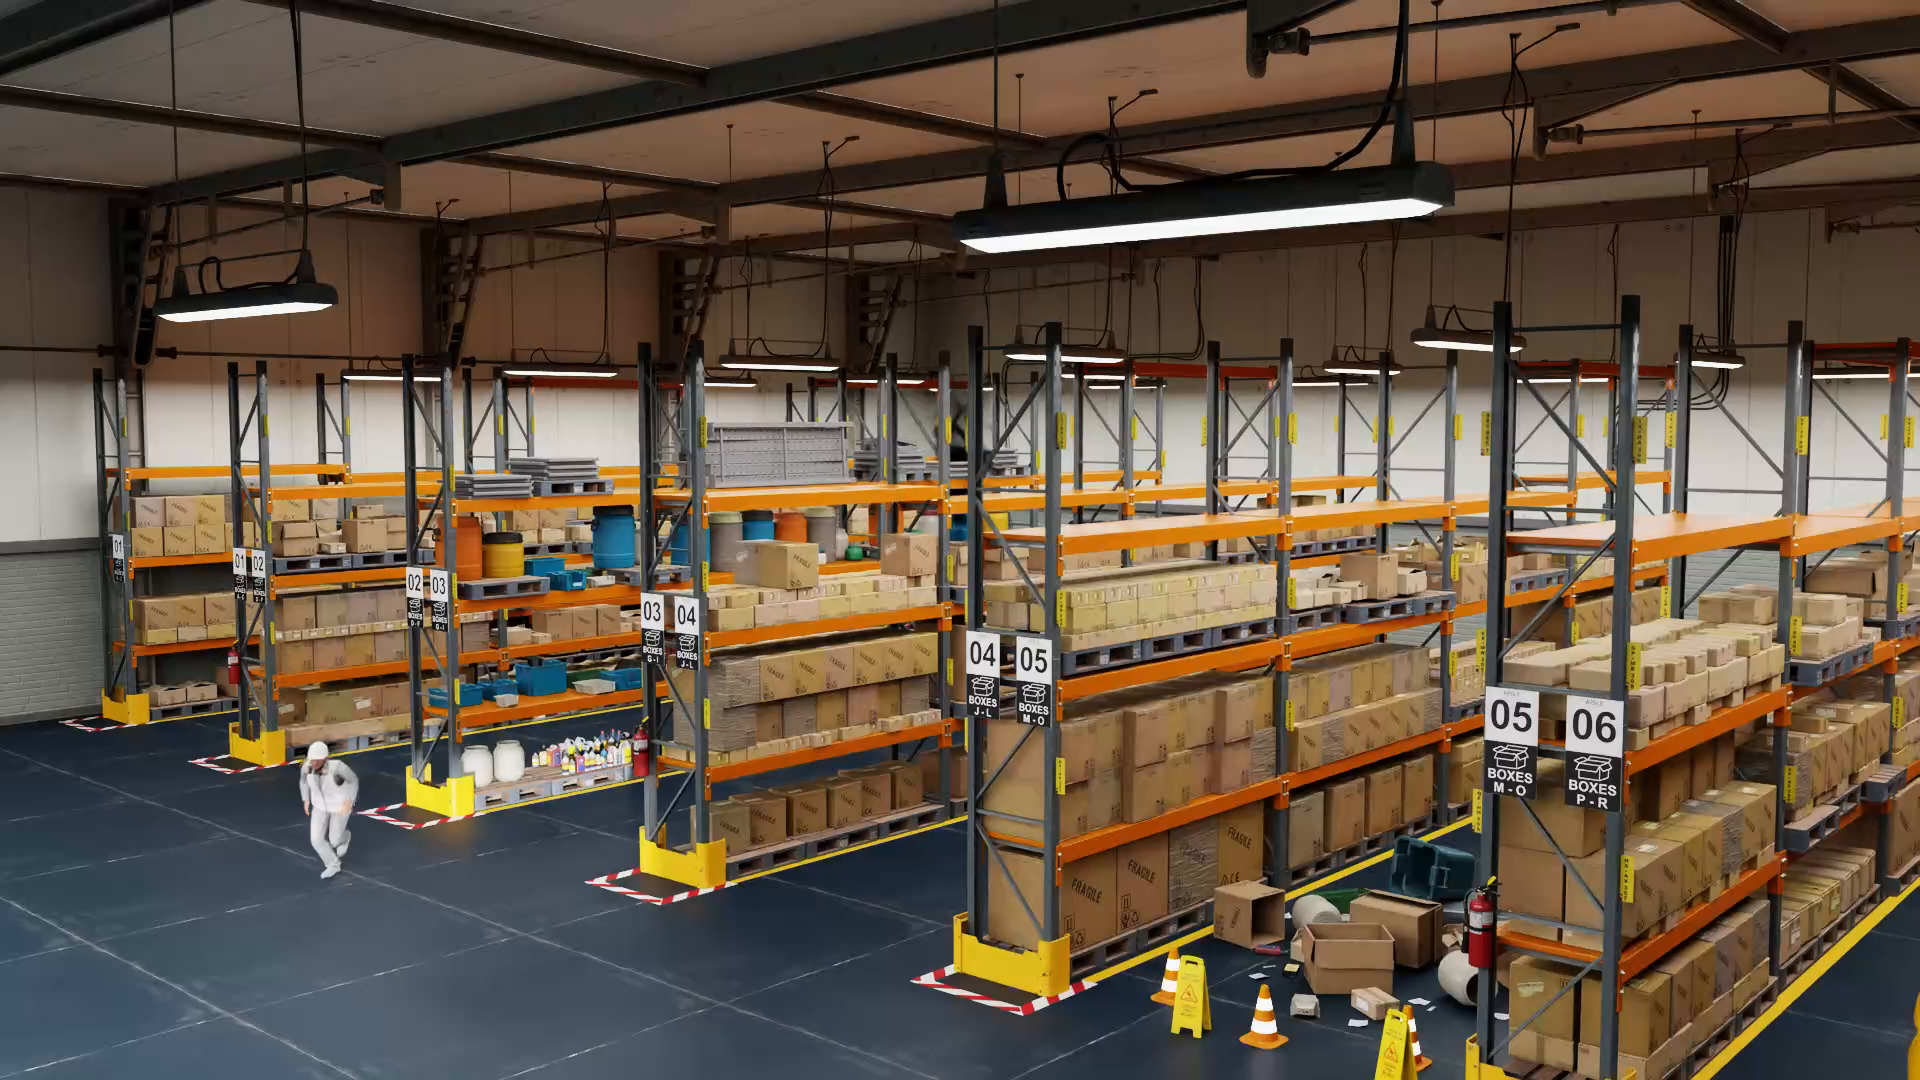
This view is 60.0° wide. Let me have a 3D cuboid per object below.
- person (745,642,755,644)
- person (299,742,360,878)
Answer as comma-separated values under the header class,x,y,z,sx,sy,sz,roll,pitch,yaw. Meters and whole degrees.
class,x,y,z,sx,sy,sz,roll,pitch,yaw
person,-3.725,1.942,28.925,0.610,1.643,0.508,3,5,38
person,-7.089,3.001,18.762,0.672,1.583,0.987,0,4,0
